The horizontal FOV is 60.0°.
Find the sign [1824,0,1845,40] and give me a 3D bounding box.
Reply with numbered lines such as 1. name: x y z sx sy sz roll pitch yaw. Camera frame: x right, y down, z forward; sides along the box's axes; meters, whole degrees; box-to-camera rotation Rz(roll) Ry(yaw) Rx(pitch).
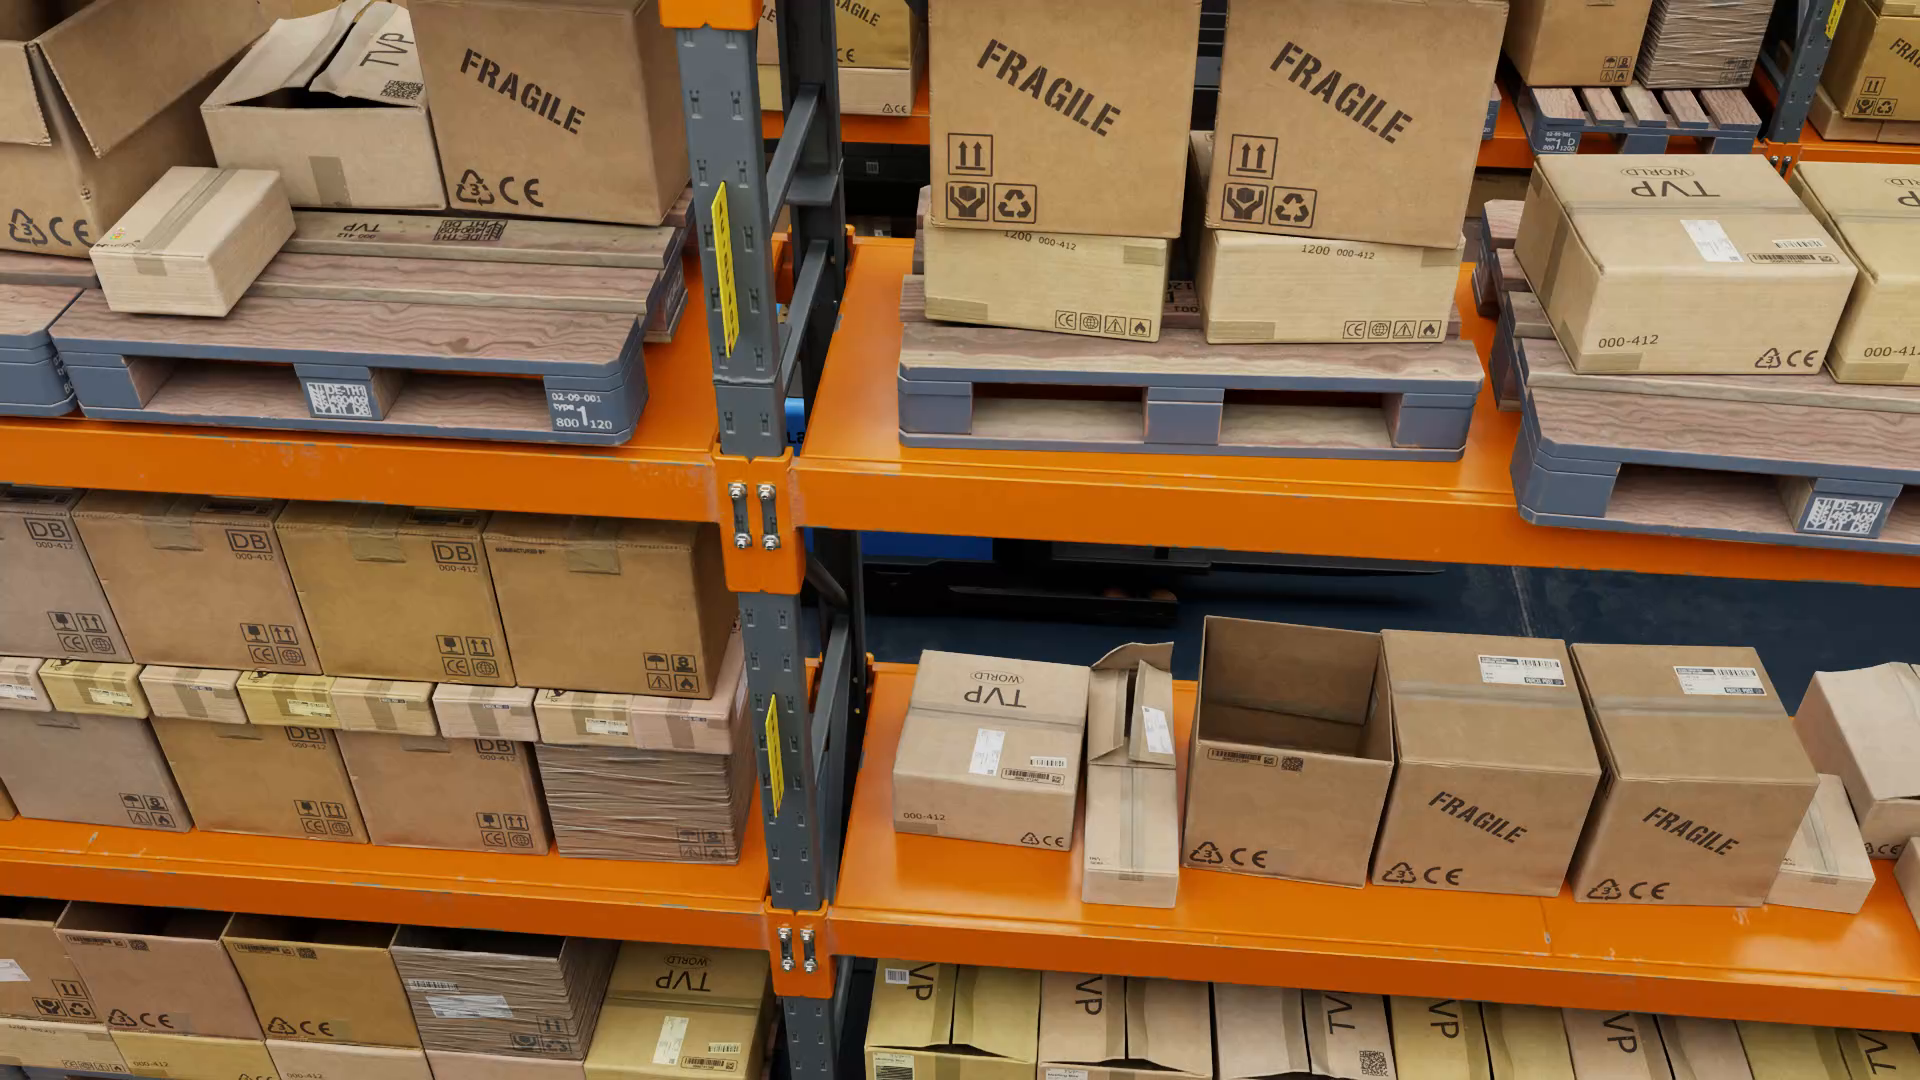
1. sign: 3.974 -2.437 7.514 0.005 0.325 0.100 3 39 4

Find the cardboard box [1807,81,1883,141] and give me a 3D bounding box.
1. cardboard box: 4.320 -2.107 8.146 0.250 0.149 0.380 3 39 3

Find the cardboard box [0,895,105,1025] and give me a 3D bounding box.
1. cardboard box: -2.869 1.146 5.217 0.500 0.500 0.500 3 39 4

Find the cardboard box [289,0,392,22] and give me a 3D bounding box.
1. cardboard box: -3.017 -2.789 8.309 0.500 0.500 0.500 3 39 4

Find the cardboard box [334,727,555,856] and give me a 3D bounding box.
1. cardboard box: -1.366 0.454 4.737 0.500 0.500 0.700 3 39 3

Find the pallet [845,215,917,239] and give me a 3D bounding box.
1. pallet: -0.645 -1.511 9.440 1.213 0.211 1.003 3 39 4

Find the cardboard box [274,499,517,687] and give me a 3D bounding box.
1. cardboard box: -1.343 -0.052 4.330 0.500 0.500 0.700 3 39 4

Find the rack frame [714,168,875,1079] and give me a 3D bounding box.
1. rack frame: -0.397 0.537 4.714 0.127 3.000 1.000 3 39 4

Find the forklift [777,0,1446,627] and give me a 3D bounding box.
1. forklift: 0.628 -1.108 6.789 3.031 2.935 1.130 3 39 3

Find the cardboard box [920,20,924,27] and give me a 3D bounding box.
1. cardboard box: -0.423 -2.976 8.539 0.500 0.500 0.500 2 39 3

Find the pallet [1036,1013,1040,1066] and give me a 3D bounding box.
1. pallet: 0.341 1.634 5.575 1.213 0.211 1.003 3 39 4

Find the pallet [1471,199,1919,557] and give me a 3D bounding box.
1. pallet: 1.790 -0.375 3.608 1.213 0.211 1.003 5 39 6

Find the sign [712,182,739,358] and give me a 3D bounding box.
1. sign: -0.443 -0.508 3.150 0.005 0.325 0.100 3 39 4

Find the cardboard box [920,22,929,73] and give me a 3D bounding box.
1. cardboard box: -0.423 -2.689 8.780 0.500 0.250 0.500 4 39 4

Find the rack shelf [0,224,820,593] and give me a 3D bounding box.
1. rack shelf: -2.389 -0.456 4.128 4.000 0.370 1.077 3 39 4

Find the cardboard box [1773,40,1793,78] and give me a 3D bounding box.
1. cardboard box: 4.358 -2.414 8.523 0.250 0.149 0.380 4 39 5

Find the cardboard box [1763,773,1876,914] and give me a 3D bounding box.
1. cardboard box: 2.313 0.818 4.567 0.250 0.149 0.380 6 40 7

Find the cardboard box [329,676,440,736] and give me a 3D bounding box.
1. cardboard box: -1.455 0.326 4.381 0.250 0.149 0.380 3 39 4

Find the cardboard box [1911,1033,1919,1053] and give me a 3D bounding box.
1. cardboard box: 3.045 1.567 4.849 0.500 0.311 0.500 4 39 5

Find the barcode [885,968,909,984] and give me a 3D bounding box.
1. barcode: -0.179 1.239 4.722 0.075 0.075 0.001 3 39 4

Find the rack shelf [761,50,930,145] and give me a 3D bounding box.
1. rack shelf: -1.966 -2.408 8.903 4.000 0.370 1.077 3 39 4

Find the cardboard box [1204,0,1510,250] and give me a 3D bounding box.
1. cardboard box: 0.784 -0.947 3.353 0.500 0.500 0.500 7 40 8

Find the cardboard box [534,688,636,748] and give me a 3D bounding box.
1. cardboard box: -0.932 0.352 4.348 0.250 0.149 0.380 2 39 3

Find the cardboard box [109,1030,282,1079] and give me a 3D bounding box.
1. cardboard box: -2.373 1.475 5.408 0.500 0.250 0.500 3 39 4

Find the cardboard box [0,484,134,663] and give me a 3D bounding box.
1. cardboard box: -2.339 -0.107 4.398 0.500 0.500 0.700 3 39 4

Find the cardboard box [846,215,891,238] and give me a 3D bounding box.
1. cardboard box: -0.509 -1.661 9.310 0.250 0.166 0.380 -2 39 -2

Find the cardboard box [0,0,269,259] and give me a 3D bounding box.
1. cardboard box: -2.027 -1.052 3.765 0.637 0.503 0.797 7 40 9

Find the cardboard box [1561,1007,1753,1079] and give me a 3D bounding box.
1. cardboard box: 2.024 1.514 4.915 0.500 0.311 0.500 3 39 4

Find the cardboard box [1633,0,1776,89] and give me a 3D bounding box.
1. cardboard box: 3.543 -2.589 8.127 0.500 0.500 0.700 -1 39 -1

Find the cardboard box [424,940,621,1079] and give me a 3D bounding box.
1. cardboard box: -1.375 1.520 5.353 0.500 0.250 0.500 3 39 4

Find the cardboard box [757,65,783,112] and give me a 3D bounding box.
1. cardboard box: -0.967 -2.396 8.420 0.500 0.250 0.500 3 39 4

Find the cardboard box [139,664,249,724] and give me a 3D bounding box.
1. cardboard box: -1.951 0.297 4.416 0.250 0.149 0.380 4 39 5

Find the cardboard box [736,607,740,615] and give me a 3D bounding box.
1. cardboard box: -0.648 0.110 4.645 0.250 0.149 0.380 3 39 4

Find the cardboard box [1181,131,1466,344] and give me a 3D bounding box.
1. cardboard box: 0.764 -0.663 3.598 0.500 0.250 0.500 0 39 -1

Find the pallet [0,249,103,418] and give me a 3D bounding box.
1. pallet: -2.461 -0.690 3.916 1.213 0.211 1.003 3 39 4

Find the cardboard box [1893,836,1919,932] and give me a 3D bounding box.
1. cardboard box: 2.668 0.977 4.372 0.250 0.149 0.380 3 39 4

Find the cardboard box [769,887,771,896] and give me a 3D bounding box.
1. cardboard box: -0.832 0.928 5.485 0.500 0.500 0.500 3 39 4

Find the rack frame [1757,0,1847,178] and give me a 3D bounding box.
1. rack frame: 4.012 -2.361 8.274 0.127 3.000 1.000 3 39 4

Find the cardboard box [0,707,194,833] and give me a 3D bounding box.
1. cardboard box: -2.375 0.397 4.807 0.500 0.500 0.700 4 39 5

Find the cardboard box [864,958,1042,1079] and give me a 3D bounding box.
1. cardboard box: -0.007 1.402 5.052 0.500 0.311 0.500 3 39 4

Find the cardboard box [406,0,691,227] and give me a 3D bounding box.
1. cardboard box: -0.876 -1.075 3.796 0.500 0.500 0.500 6 40 8

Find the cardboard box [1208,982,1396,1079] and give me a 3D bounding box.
1. cardboard box: 1.007 1.460 4.981 0.500 0.311 0.500 2 39 2

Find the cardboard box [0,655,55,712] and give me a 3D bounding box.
1. cardboard box: -2.478 0.270 4.449 0.250 0.149 0.380 3 39 4

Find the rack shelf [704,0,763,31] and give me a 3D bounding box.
1. rack shelf: 1.596 -1.246 3.040 4.000 0.370 1.077 3 39 4

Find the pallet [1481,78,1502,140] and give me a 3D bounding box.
1. pallet: 2.036 -2.368 8.435 1.213 0.211 1.003 3 39 4

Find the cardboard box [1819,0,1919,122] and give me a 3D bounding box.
1. cardboard box: 4.474 -2.335 7.912 0.500 0.500 0.500 4 39 5

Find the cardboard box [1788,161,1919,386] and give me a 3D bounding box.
1. cardboard box: 2.039 -0.558 3.469 0.500 0.250 0.500 2 39 3

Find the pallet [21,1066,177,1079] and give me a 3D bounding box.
1. pallet: -2.404 1.484 5.759 1.213 0.211 1.003 3 39 4

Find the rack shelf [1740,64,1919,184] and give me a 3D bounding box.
1. rack shelf: 6.004 -1.973 8.367 4.000 0.370 1.077 3 39 4

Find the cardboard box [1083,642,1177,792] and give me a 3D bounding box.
1. cardboard box: 0.495 0.522 4.839 0.258 0.266 0.396 2 39 3

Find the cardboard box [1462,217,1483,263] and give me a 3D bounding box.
1. cardboard box: 2.787 -1.669 9.056 0.500 0.500 0.700 3 39 4

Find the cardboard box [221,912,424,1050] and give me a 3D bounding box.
1. cardboard box: -1.873 1.203 5.148 0.500 0.500 0.500 3 39 4

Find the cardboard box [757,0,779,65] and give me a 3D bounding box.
1. cardboard box: -0.969 -2.674 8.168 0.500 0.500 0.500 3 39 4

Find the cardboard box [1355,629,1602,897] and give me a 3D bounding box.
1. cardboard box: 1.391 0.607 4.550 0.500 0.500 0.500 3 39 4
